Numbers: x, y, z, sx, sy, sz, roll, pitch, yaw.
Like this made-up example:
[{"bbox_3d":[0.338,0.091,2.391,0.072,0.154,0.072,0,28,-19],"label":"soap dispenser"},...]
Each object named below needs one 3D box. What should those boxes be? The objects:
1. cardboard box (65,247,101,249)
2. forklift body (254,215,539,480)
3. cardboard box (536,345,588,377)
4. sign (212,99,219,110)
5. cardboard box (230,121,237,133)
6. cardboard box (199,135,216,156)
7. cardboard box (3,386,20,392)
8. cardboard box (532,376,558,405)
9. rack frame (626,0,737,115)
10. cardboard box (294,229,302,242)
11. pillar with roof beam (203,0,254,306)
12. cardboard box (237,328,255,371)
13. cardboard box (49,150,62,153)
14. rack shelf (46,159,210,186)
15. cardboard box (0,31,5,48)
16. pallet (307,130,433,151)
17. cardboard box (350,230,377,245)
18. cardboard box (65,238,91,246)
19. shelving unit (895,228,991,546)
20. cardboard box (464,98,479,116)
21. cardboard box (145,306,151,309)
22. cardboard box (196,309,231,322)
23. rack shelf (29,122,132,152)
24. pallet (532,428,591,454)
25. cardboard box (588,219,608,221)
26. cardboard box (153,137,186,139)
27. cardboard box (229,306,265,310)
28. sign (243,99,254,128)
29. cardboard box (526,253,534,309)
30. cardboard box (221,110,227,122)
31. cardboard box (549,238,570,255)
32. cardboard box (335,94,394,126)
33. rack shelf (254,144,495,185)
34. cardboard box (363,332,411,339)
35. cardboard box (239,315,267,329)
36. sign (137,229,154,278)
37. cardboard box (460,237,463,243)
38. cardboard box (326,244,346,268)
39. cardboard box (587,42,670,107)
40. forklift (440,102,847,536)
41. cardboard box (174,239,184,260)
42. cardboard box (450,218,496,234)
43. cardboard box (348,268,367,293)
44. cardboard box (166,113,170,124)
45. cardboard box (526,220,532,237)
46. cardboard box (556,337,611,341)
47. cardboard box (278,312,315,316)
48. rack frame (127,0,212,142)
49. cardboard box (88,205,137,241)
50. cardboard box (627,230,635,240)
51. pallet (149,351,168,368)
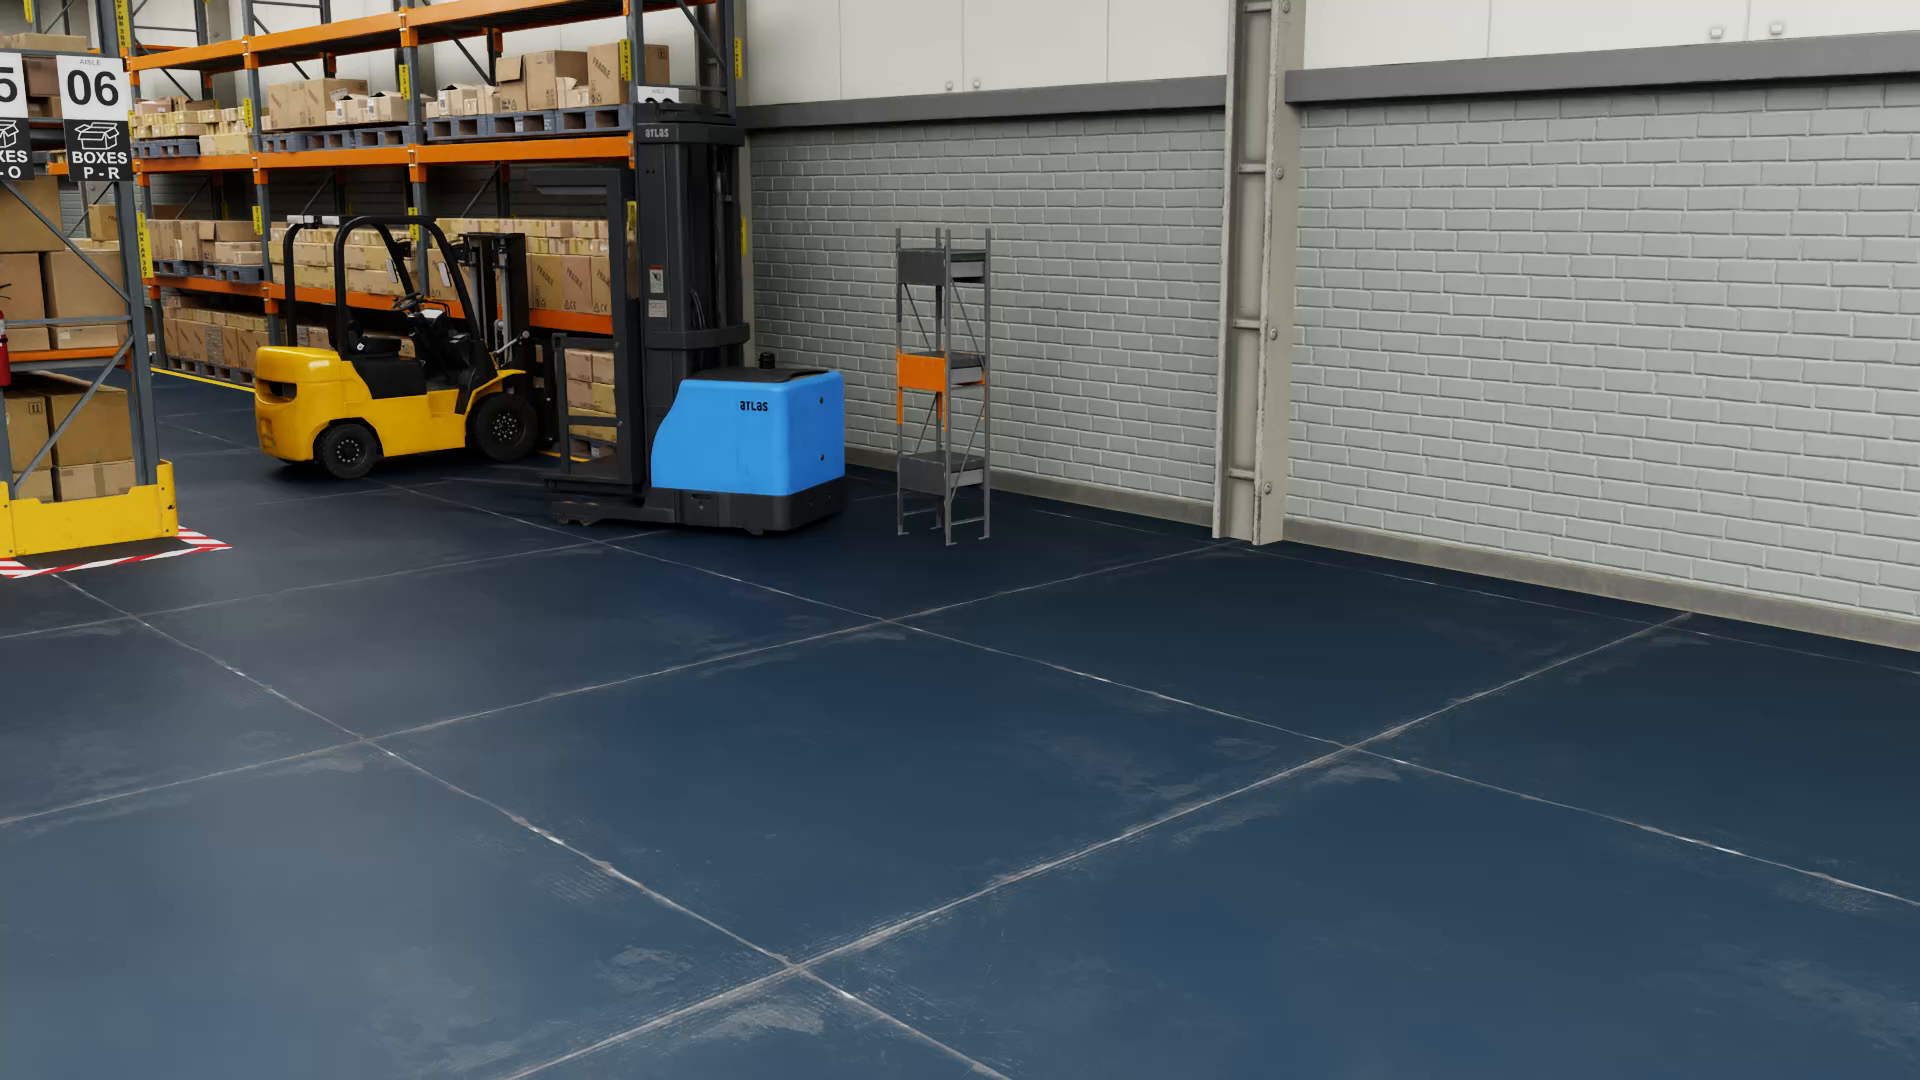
[{"bbox_3d":[-6.399,-1.816,11.809,0.500,0.500,0.500,-10,15,-41],"label":"cardboard box"},{"bbox_3d":[-4.954,-1.738,14.516,2.313,2.155,1.214,-11,16,-43],"label":"forklift body"},{"bbox_3d":[-3.581,-1.649,15.279,0.500,0.250,0.500,-11,16,-42],"label":"cardboard box"},{"bbox_3d":[-10.213,-5.875,22.805,0.100,0.325,0.005,-11,16,-43],"label":"sign"},{"bbox_3d":[-8.597,-4.990,20.149,0.380,0.149,0.250,-10,16,-41],"label":"cardboard box"},{"bbox_3d":[-9.073,-4.881,20.610,0.500,0.250,0.500,-11,16,-43],"label":"cardboard box"},{"bbox_3d":[-7.018,-0.821,11.879,0.500,0.500,0.500,-10,15,-40],"label":"cardboard box"},{"bbox_3d":[-3.598,-1.409,15.353,0.500,0.250,0.500,-11,16,-44],"label":"cardboard box"},{"bbox_3d":[-2.325,-5.069,13.715,1.000,3.000,0.127,-11,16,-43],"label":"rack frame"},{"bbox_3d":[-7.462,-3.505,19.134,0.380,0.149,0.250,-10,16,-41],"label":"cardboard box"},{"bbox_3d":[-13.555,-6.448,20.407,9.100,9.000,0.400,-11,16,-43],"label":"pillar with roof beam"},{"bbox_3d":[-8.636,-2.386,20.713,0.500,0.500,0.500,-11,16,-43],"label":"cardboard box"},{"bbox_3d":[-13.266,-5.905,24.838,0.500,0.250,0.500,-11,16,-43],"label":"cardboard box"},{"bbox_3d":[-11.994,-5.291,24.008,1.077,0.370,4.000,-11,16,-43],"label":"rack shelf"},{"bbox_3d":[-6.360,-3.184,10.643,0.380,0.149,0.250,-11,16,-42],"label":"cardboard box"},{"bbox_3d":[-6.542,-4.426,18.494,1.003,0.211,1.213,-10,15,-40],"label":"pallet"},{"bbox_3d":[-6.388,-3.283,18.056,0.380,0.149,0.250,-11,16,-42],"label":"cardboard box"},{"bbox_3d":[-13.256,-4.434,25.136,0.500,0.250,0.500,-11,16,-42],"label":"cardboard box"},{"bbox_3d":[-0.114,-1.053,11.317,0.431,2.100,0.503,-11,16,-43],"label":"shelving unit"},{"bbox_3d":[-4.467,-4.095,15.757,0.380,0.149,0.250,-10,15,-41],"label":"cardboard box"},{"bbox_3d":[-12.459,-3.215,24.735,0.700,0.500,0.500,-10,15,-40],"label":"cardboard box"},{"bbox_3d":[-9.780,-2.947,21.826,0.380,0.149,0.250,-11,16,-43],"label":"cardboard box"},{"bbox_3d":[-7.294,-2.847,12.147,1.077,0.370,4.000,-11,16,-43],"label":"rack shelf"},{"bbox_3d":[-3.722,-1.049,15.980,1.003,0.211,1.213,-11,16,-43],"label":"pallet"},{"bbox_3d":[-3.450,-2.952,15.713,0.380,0.149,0.250,-11,16,-42],"label":"cardboard box"},{"bbox_3d":[-10.294,-5.318,21.691,0.380,0.149,0.250,-11,16,-42],"label":"cardboard box"},{"bbox_3d":[-9.594,-3.062,22.387,0.250,0.149,0.380,11,16,42],"label":"cardboard box"},{"bbox_3d":[-8.244,-4.945,19.267,0.100,0.325,0.005,-11,16,-43],"label":"sign"},{"bbox_3d":[-3.916,-2.439,15.567,0.500,0.500,0.500,-11,16,-42],"label":"cardboard box"},{"bbox_3d":[-8.772,-5.172,20.294,0.380,0.149,0.250,-11,16,-43],"label":"cardboard box"},{"bbox_3d":[-3.482,-2.659,15.028,0.250,0.149,0.380,11,16,43],"label":"cardboard box"},{"bbox_3d":[-6.294,-4.579,17.700,0.500,0.311,0.500,11,16,43],"label":"cardboard box"},{"bbox_3d":[-6.469,-4.123,18.341,1.077,0.370,4.000,-11,16,-43],"label":"rack shelf"},{"bbox_3d":[-5.986,-1.946,18.268,0.875,0.625,0.625,-11,16,-43],"label":"cardboard box"},{"bbox_3d":[-8.735,-2.714,20.699,0.250,0.149,0.380,11,16,43],"label":"cardboard box"},{"bbox_3d":[-5.520,-1.938,11.241,0.100,0.325,0.005,-11,16,-43],"label":"sign"},{"bbox_3d":[-4.678,-2.926,16.327,0.380,0.149,0.250,-11,16,-43],"label":"cardboard box"},{"bbox_3d":[-6.656,-3.148,18.390,0.500,0.250,0.500,-11,16,-42],"label":"cardboard box"},{"bbox_3d":[-2.807,-3.934,14.104,0.500,0.500,0.500,-10,15,-41],"label":"cardboard box"},{"bbox_3d":[-2.398,-1.632,12.069,3.031,2.935,1.130,5,12,21],"label":"forklift"},{"bbox_3d":[-9.930,-3.766,21.549,0.396,0.266,0.258,-10,15,-40],"label":"cardboard box"},{"bbox_3d":[-4.823,-3.116,16.510,0.380,0.149,0.250,-11,16,-42],"label":"cardboard box"},{"bbox_3d":[-6.297,-2.828,18.074,0.500,0.250,0.500,-11,16,-42],"label":"cardboard box"},{"bbox_3d":[-9.927,-5.389,21.298,0.380,0.149,0.250,-11,16,-42],"label":"cardboard box"},{"bbox_3d":[-3.789,-2.889,15.409,0.380,0.149,0.250,-11,16,-42],"label":"cardboard box"},{"bbox_3d":[-3.555,-1.799,16.004,0.500,0.250,0.500,-11,16,-44],"label":"cardboard box"},{"bbox_3d":[-8.499,-2.837,21.296,0.250,0.149,0.380,11,16,43],"label":"cardboard box"},{"bbox_3d":[-10.612,-6.821,22.216,1.000,3.000,0.127,-11,16,-43],"label":"rack frame"},{"bbox_3d":[-12.220,-4.583,23.998,0.500,0.500,0.500,-10,16,-41],"label":"cardboard box"},{"bbox_3d":[-2.725,-2.666,14.326,0.380,0.149,0.250,-11,16,-42],"label":"cardboard box"},{"bbox_3d":[-11.086,-2.617,23.590,1.003,0.211,1.213,-11,16,-43],"label":"pallet"}]
